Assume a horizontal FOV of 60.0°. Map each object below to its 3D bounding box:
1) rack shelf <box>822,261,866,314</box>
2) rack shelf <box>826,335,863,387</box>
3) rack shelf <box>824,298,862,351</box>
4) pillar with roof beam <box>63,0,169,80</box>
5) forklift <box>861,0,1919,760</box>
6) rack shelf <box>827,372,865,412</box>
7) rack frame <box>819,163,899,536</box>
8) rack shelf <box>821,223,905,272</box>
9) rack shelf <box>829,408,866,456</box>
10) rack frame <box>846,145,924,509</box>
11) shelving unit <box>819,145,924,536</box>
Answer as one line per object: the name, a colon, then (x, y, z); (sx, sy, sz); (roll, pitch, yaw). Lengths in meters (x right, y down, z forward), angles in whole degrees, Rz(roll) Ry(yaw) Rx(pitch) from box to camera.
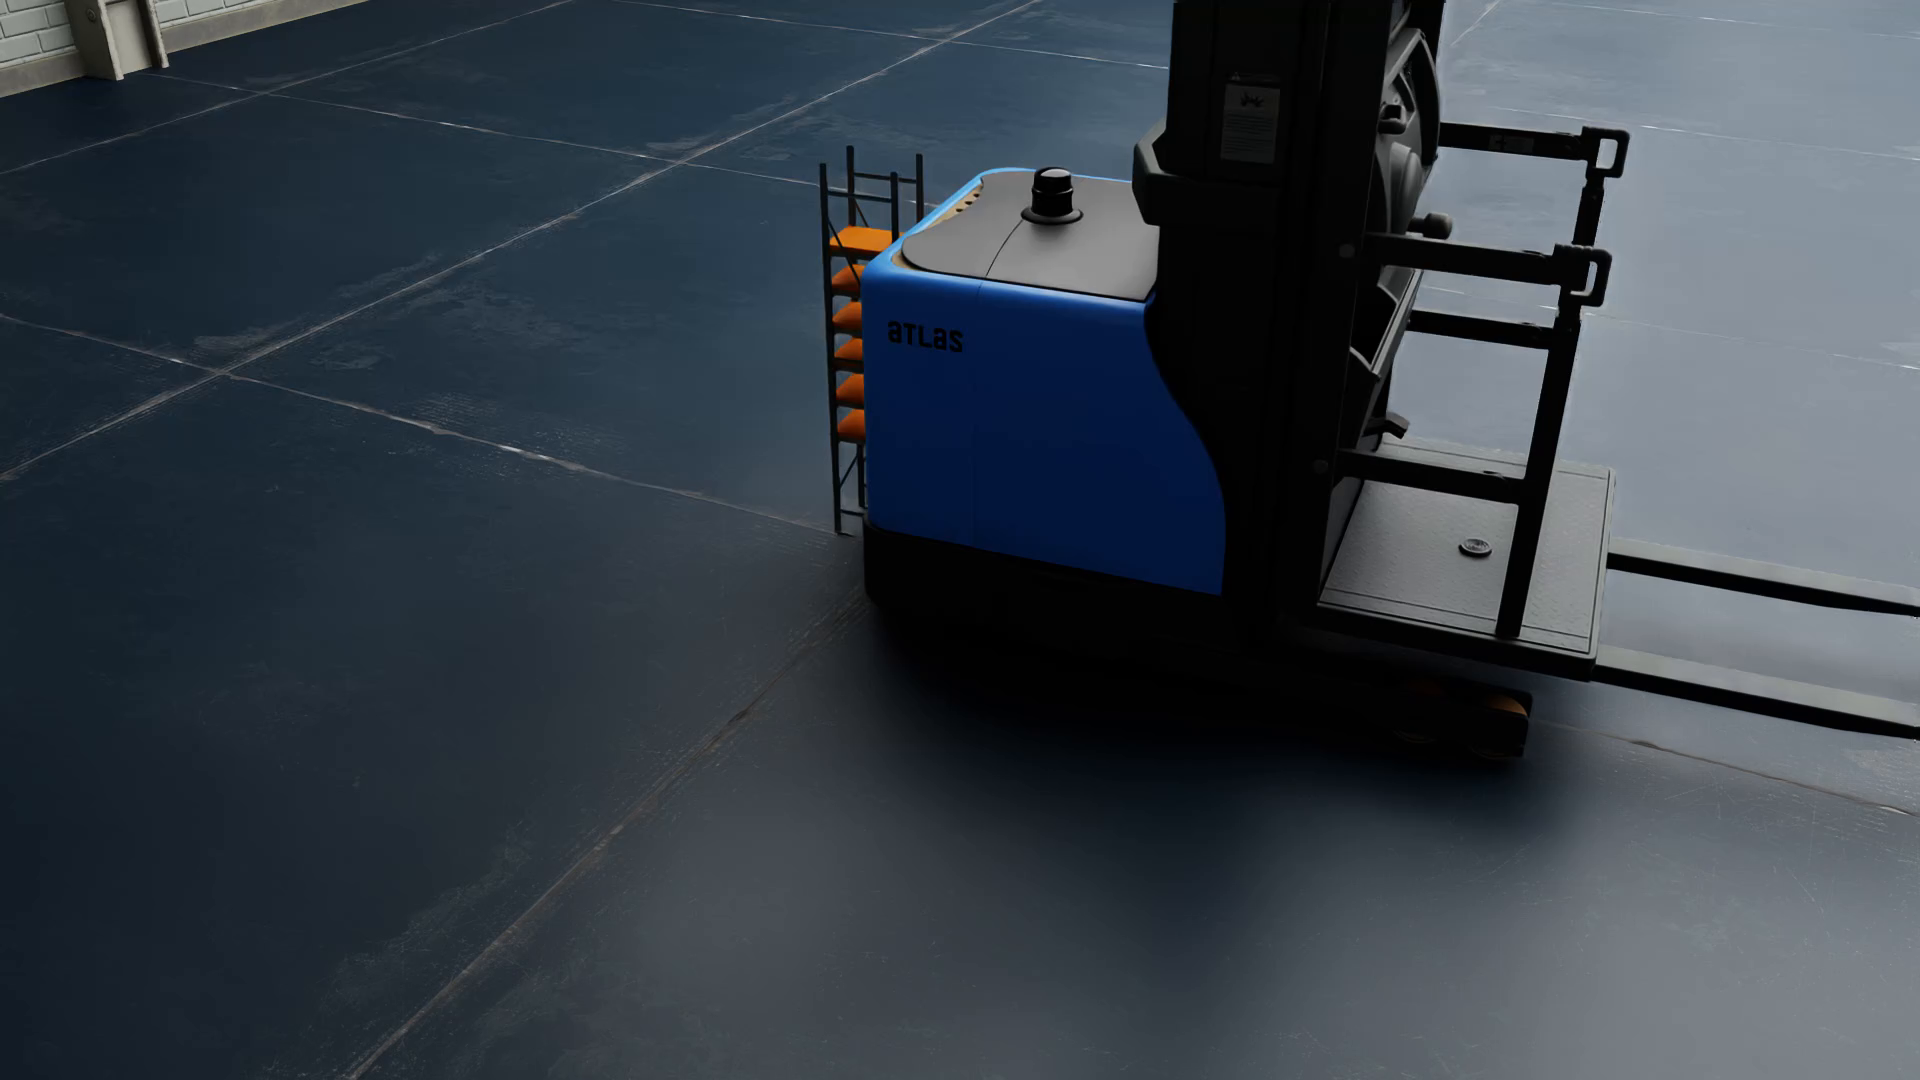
rack shelf: (-0.251, -0.734, 4.930); (0.258, 0.103, 0.180); (11, 32, 18)
rack shelf: (-0.251, -0.526, 5.049); (0.258, 0.103, 0.180); (11, 32, 18)
rack shelf: (-0.251, -0.630, 4.990); (0.258, 0.103, 0.180); (11, 32, 18)
pillar with roof beam: (-1.348, -5.845, 6.392); (9.100, 9.000, 0.400); (14, 33, 23)
forklift: (1.293, -1.007, 4.060); (3.031, 2.935, 1.130); (11, 32, 18)
rack shelf: (-0.251, -0.421, 5.109); (0.258, 0.103, 0.180); (11, 32, 18)
rack frame: (-0.284, -0.522, 4.953); (0.240, 1.200, 0.006); (11, 32, 18)
rack shelf: (-0.251, -0.838, 4.870); (0.258, 0.103, 0.180); (11, 32, 18)
rack shelf: (-0.251, -0.317, 5.169); (0.258, 0.103, 0.180); (11, 32, 18)
rack frame: (-0.218, -0.606, 5.101); (0.240, 1.200, 0.006); (11, 32, 18)
shelving unit: (-0.251, -0.564, 5.027); (0.258, 1.200, 0.189); (11, 32, 18)
